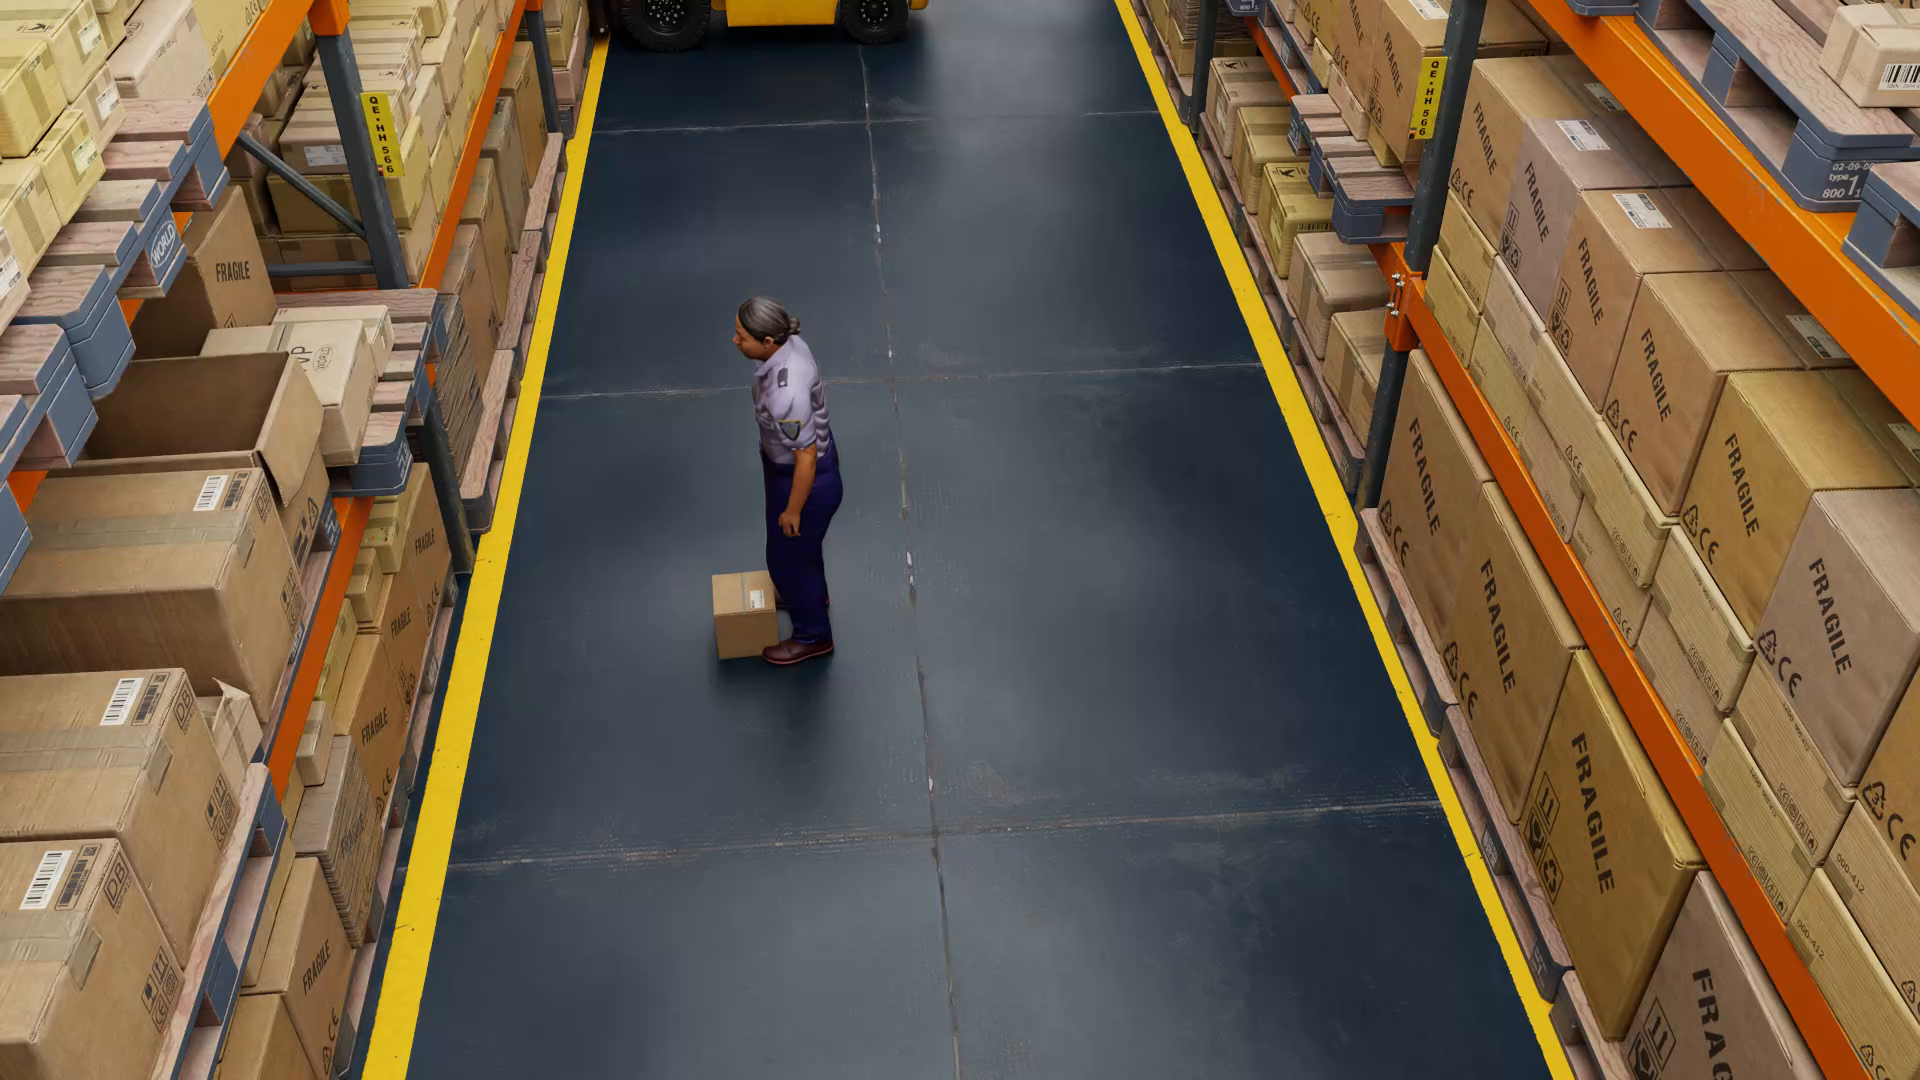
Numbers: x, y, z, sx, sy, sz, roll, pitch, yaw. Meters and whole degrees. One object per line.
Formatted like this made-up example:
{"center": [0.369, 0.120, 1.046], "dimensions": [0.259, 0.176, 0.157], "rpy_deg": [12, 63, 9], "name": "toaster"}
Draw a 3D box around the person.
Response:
{"center": [-0.652, -0.253, 6.470], "dimensions": [0.374, 1.651, 0.560], "rpy_deg": [-5, 40, -7], "name": "person"}
